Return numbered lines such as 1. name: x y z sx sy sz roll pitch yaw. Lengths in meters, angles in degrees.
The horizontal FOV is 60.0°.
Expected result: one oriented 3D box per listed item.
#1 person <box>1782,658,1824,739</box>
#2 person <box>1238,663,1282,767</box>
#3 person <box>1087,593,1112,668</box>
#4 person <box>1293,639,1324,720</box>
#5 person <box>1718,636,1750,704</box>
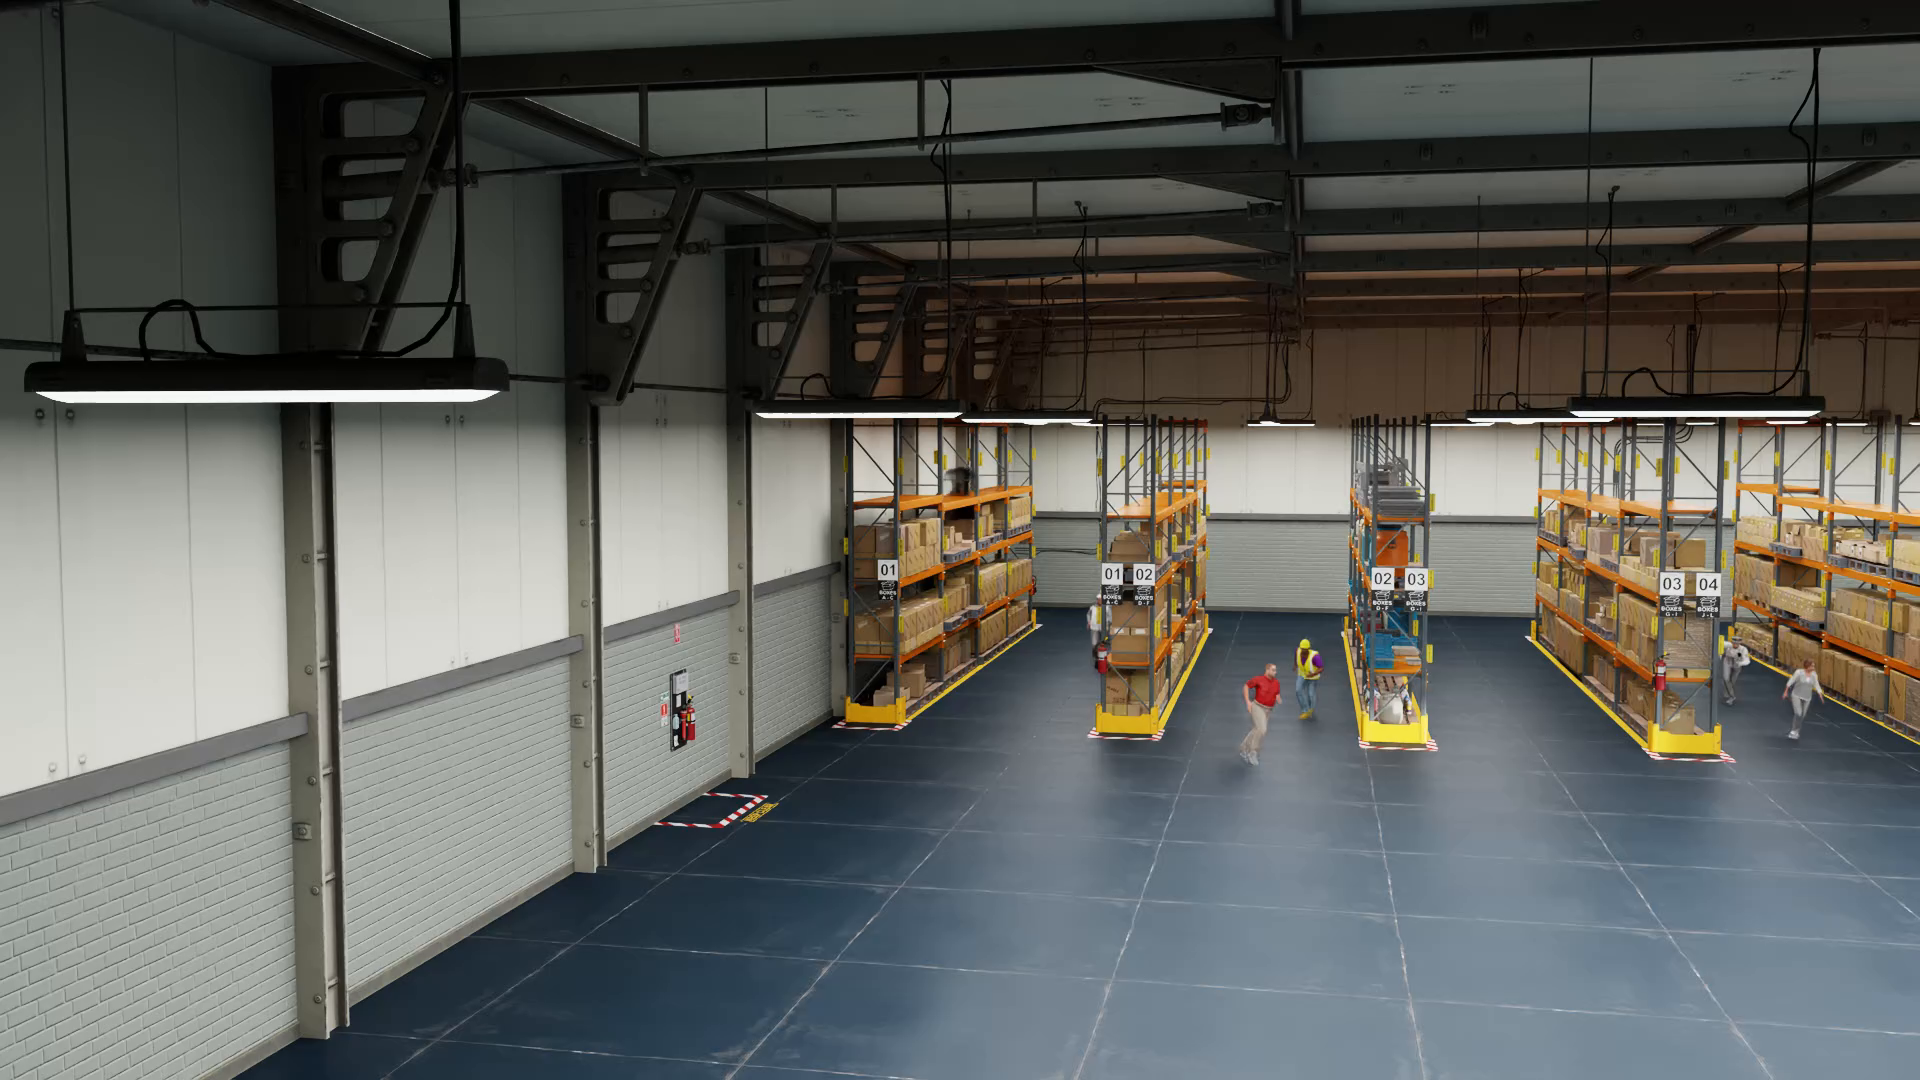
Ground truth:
1. person: 15.468 2.972 30.505 0.523 1.408 0.718 0 4 -2
2. person: 5.160 2.973 28.610 0.809 1.707 0.798 -3 5 -36
3. person: 3.353 2.179 40.014 0.613 1.798 0.724 0 4 5
4. person: 6.908 2.711 32.919 0.714 1.595 1.078 2 4 28
5. person: 16.227 2.700 34.886 0.592 1.462 1.088 2 4 22
